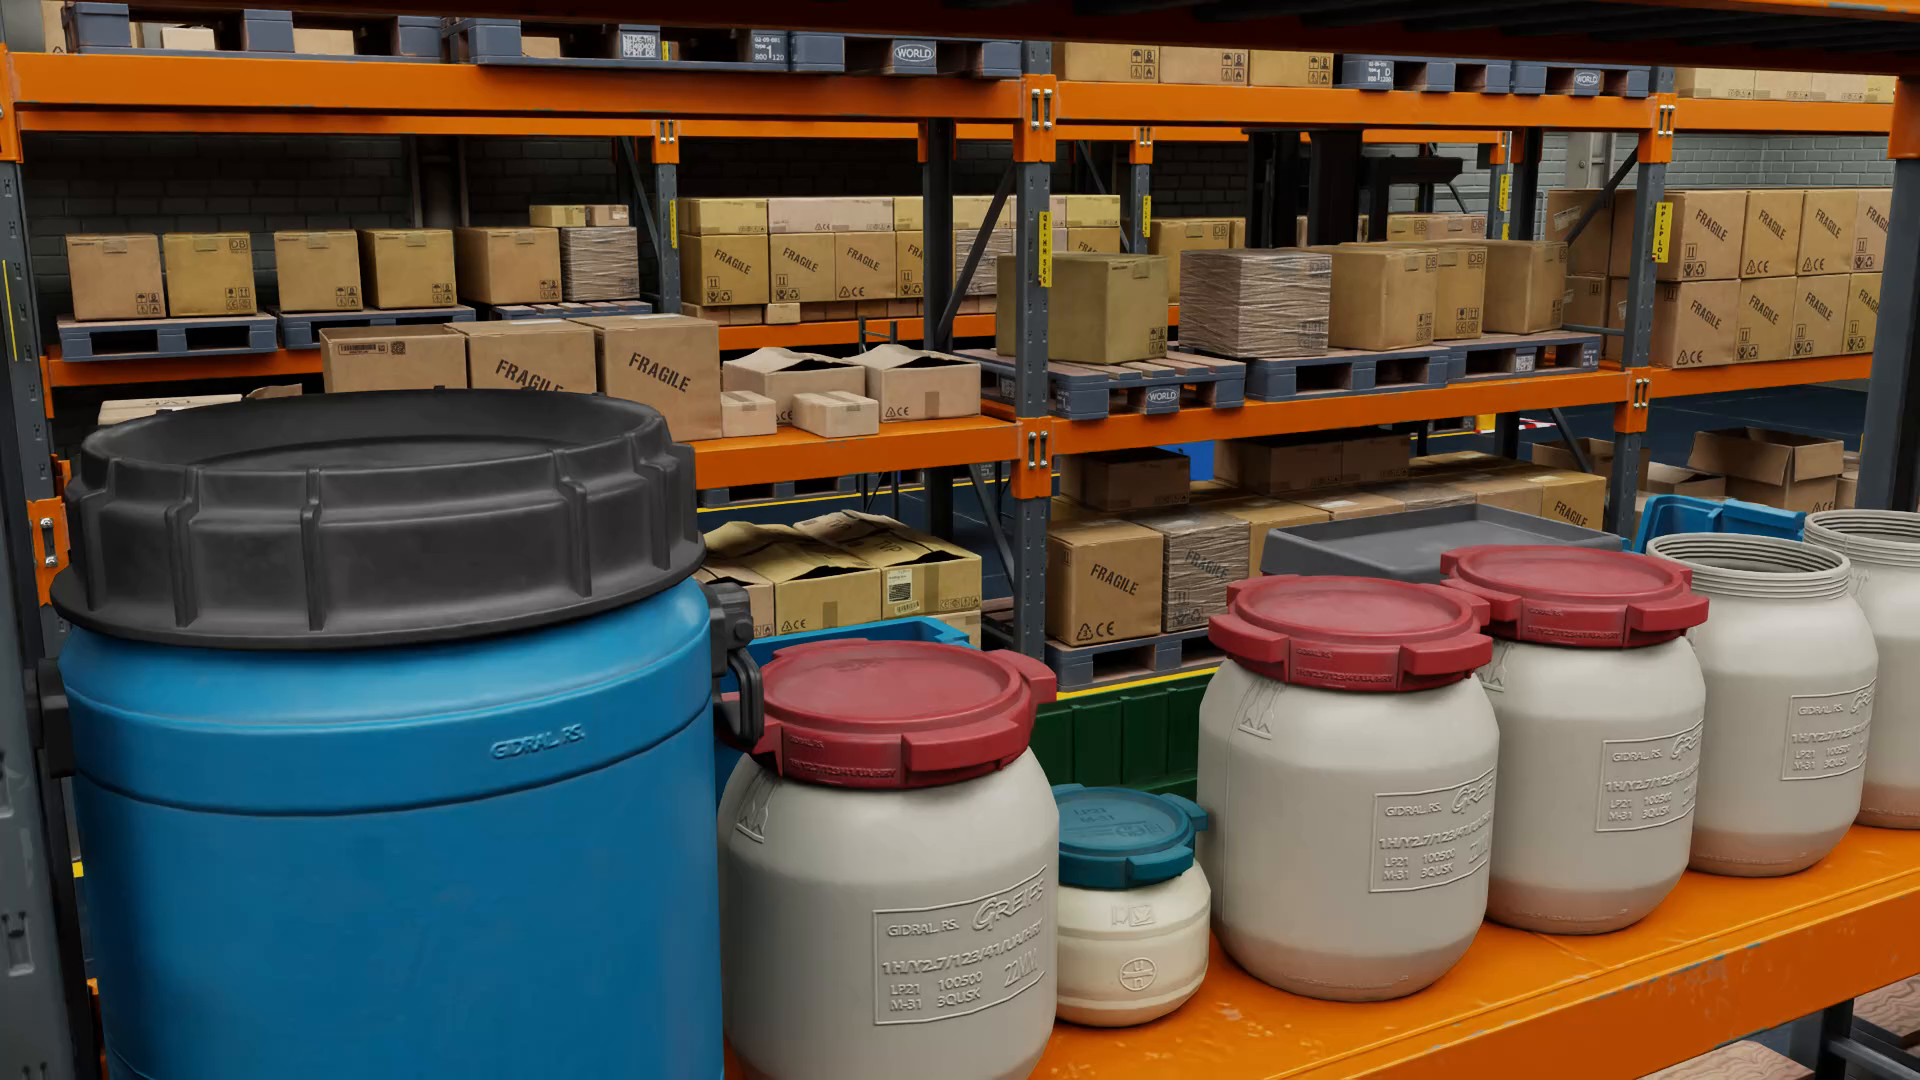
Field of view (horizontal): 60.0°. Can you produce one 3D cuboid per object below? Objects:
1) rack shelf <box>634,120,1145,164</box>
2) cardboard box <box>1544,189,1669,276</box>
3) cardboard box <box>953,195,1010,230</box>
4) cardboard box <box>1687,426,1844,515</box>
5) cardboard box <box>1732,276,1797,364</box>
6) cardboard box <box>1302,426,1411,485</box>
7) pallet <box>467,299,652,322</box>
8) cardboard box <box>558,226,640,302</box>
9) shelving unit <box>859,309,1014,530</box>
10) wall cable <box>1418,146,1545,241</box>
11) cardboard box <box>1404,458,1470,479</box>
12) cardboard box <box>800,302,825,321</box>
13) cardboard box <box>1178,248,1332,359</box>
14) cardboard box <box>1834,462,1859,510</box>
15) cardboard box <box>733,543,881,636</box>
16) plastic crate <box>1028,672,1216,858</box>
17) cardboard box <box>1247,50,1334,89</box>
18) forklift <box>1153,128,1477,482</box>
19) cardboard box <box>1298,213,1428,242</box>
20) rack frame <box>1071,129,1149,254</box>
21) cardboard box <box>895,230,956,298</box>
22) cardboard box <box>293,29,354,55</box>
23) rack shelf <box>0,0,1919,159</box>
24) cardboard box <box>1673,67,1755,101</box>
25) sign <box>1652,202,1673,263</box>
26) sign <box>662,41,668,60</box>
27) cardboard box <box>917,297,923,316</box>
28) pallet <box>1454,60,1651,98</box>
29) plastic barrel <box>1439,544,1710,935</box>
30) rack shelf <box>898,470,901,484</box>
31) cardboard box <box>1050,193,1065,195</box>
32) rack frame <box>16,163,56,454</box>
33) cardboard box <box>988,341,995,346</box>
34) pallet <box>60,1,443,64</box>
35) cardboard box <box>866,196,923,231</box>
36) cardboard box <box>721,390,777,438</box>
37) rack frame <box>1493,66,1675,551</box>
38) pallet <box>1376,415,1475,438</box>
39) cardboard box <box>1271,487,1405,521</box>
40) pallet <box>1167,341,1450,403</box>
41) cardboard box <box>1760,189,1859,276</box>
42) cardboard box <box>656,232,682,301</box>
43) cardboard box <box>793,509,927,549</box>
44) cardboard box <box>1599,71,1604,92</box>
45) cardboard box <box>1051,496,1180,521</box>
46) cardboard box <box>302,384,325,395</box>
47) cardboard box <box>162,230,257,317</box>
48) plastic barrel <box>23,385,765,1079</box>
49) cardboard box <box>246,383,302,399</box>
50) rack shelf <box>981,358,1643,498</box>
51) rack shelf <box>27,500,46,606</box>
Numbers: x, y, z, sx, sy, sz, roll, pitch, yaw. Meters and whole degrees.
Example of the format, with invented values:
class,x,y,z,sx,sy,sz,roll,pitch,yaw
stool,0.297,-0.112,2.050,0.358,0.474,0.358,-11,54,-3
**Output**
class,x,y,z,sx,sy,sz,roll,pitch,yaw
rack shelf,-0.514,-3.101,12.863,4.000,0.370,1.077,-7,14,-28
cardboard box,3.938,-1.884,10.145,0.500,0.500,0.500,-7,14,-28
cardboard box,0.053,-2.564,13.013,0.500,0.250,0.500,-7,14,-27
cardboard box,5.265,-0.440,10.916,0.637,0.503,0.797,-7,14,-28
cardboard box,4.644,-1.349,10.044,0.500,0.500,0.500,-7,14,-27
cardboard box,2.199,-0.496,9.467,0.500,0.250,0.500,-7,14,-28
pallet,-2.844,-1.589,11.775,1.003,0.211,1.213,-7,14,-28
cardboard box,-2.677,-1.990,11.890,0.500,0.500,0.700,-9,15,-34
shelving unit,-0.075,-0.723,10.905,1.048,1.500,0.538,-7,14,-28
wall cable,5.423,-3.432,17.215,1.851,1.984,0.084,-7,14,-28
cardboard box,2.614,-0.178,9.757,0.500,0.500,0.500,-7,14,-27
cardboard box,-1.209,-1.742,12.544,0.250,0.149,0.380,-7,14,-28
cardboard box,1.500,-1.225,8.536,0.500,0.500,0.700,-4,13,-17
cardboard box,5.922,-0.340,11.048,0.500,0.250,0.500,-7,14,-28
cardboard box,-0.687,0.198,7.428,0.500,0.311,0.500,-7,14,-29
plastic crate,0.360,0.418,2.904,0.662,0.188,0.450,-7,14,-28
cardboard box,1.378,-2.497,8.312,0.500,0.500,0.910,-7,14,-28
forklift,2.874,-1.721,12.079,3.031,2.935,1.130,-6,14,-25
cardboard box,3.676,-2.632,15.288,0.700,0.700,0.980,-7,14,-28
rack frame,1.242,-2.199,14.048,0.127,3.000,1.000,-7,14,-28
cardboard box,-0.367,-2.145,12.858,0.500,0.500,0.500,-6,14,-26
cardboard box,-4.180,-3.246,10.685,0.500,0.500,0.500,-7,15,-30
rack shelf,0.722,-0.771,2.509,4.000,0.370,1.077,-7,14,-28
cardboard box,4.164,-2.638,9.510,0.500,0.250,0.500,-7,14,-28
sign,3.887,-1.703,9.207,0.005,0.325,0.100,-7,14,-28
sign,-2.011,-3.389,11.326,0.005,0.325,0.100,-7,14,-28
cardboard box,-0.294,-1.845,13.002,0.250,0.149,0.380,-6,14,-26
pallet,3.012,-2.561,9.254,1.003,0.211,1.213,-7,14,-28
plastic barrel,0.935,0.305,2.614,0.433,0.535,0.433,0,13,0
rack shelf,-0.075,-0.547,10.944,1.000,0.185,0.538,-7,14,-28
cardboard box,0.713,-2.770,13.928,0.500,0.250,0.500,-6,14,-26
rack frame,-5.780,-1.357,10.308,0.127,3.000,1.000,-7,14,-28
cardboard box,0.733,-1.262,13.823,0.750,0.750,0.750,-7,14,-27
pallet,-2.636,-1.868,6.183,1.217,0.209,0.805,-8,15,-30
cardboard box,-0.394,-2.511,12.774,0.500,0.250,0.500,-7,15,-29
cardboard box,-0.985,-0.556,7.321,0.250,0.149,0.380,-6,14,-24
rack frame,3.618,-1.245,9.808,0.127,3.000,1.000,-7,14,-28
pallet,4.088,-1.160,15.783,1.213,0.211,1.003,-7,14,-28
cardboard box,1.999,0.024,8.860,0.500,0.500,0.500,-7,15,-30
pallet,1.812,-0.936,8.872,1.213,0.211,1.003,-7,14,-28
cardboard box,5.071,-1.885,10.148,0.500,0.500,0.500,-7,15,-30
cardboard box,-1.981,-2.082,12.579,0.500,0.500,0.500,-7,14,-28
cardboard box,-0.493,0.038,8.139,0.500,0.311,0.500,-6,14,-26
cardboard box,3.918,-2.737,9.950,0.500,0.250,0.500,-7,14,-28
cardboard box,0.816,0.037,8.802,0.500,0.500,0.500,-6,14,-26
cardboard box,-4.302,-0.901,11.266,0.500,0.250,0.500,-7,15,-29
cardboard box,-4.823,-1.725,10.713,0.500,0.500,0.700,-5,14,-22
plastic barrel,-0.549,0.325,1.691,0.708,0.901,0.600,-7,14,-28
cardboard box,-2.720,-0.465,6.651,0.258,0.266,0.396,-7,15,-29
rack shelf,1.863,-0.683,8.952,4.000,0.370,1.077,-7,14,-28
rack shelf,-5.159,0.158,5.212,4.000,0.370,1.077,-7,14,-28
